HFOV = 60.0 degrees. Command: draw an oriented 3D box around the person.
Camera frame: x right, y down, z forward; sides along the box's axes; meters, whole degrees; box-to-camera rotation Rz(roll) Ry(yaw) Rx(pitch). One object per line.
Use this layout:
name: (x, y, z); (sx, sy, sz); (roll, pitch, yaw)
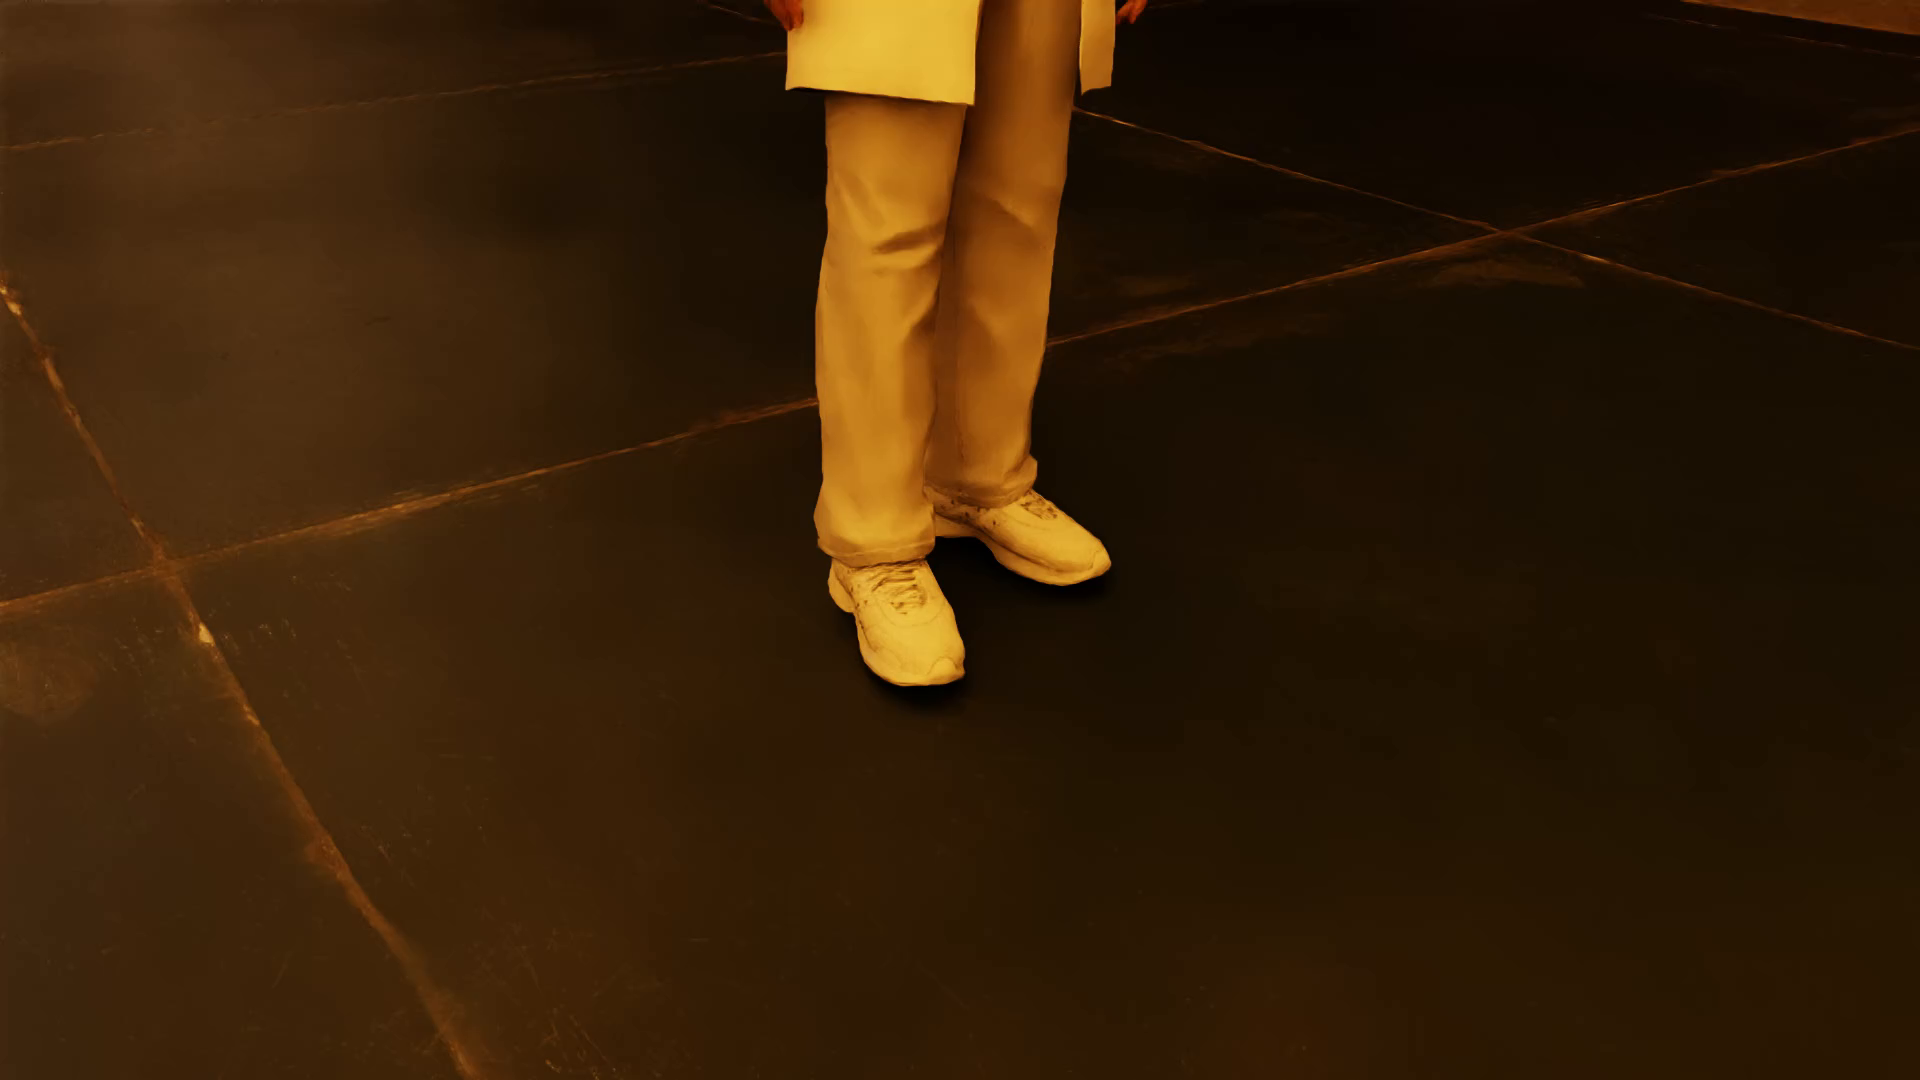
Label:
person: (0.048, -0.767, 2.029); (0.694, 1.776, 0.579); (-17, 31, -31)
